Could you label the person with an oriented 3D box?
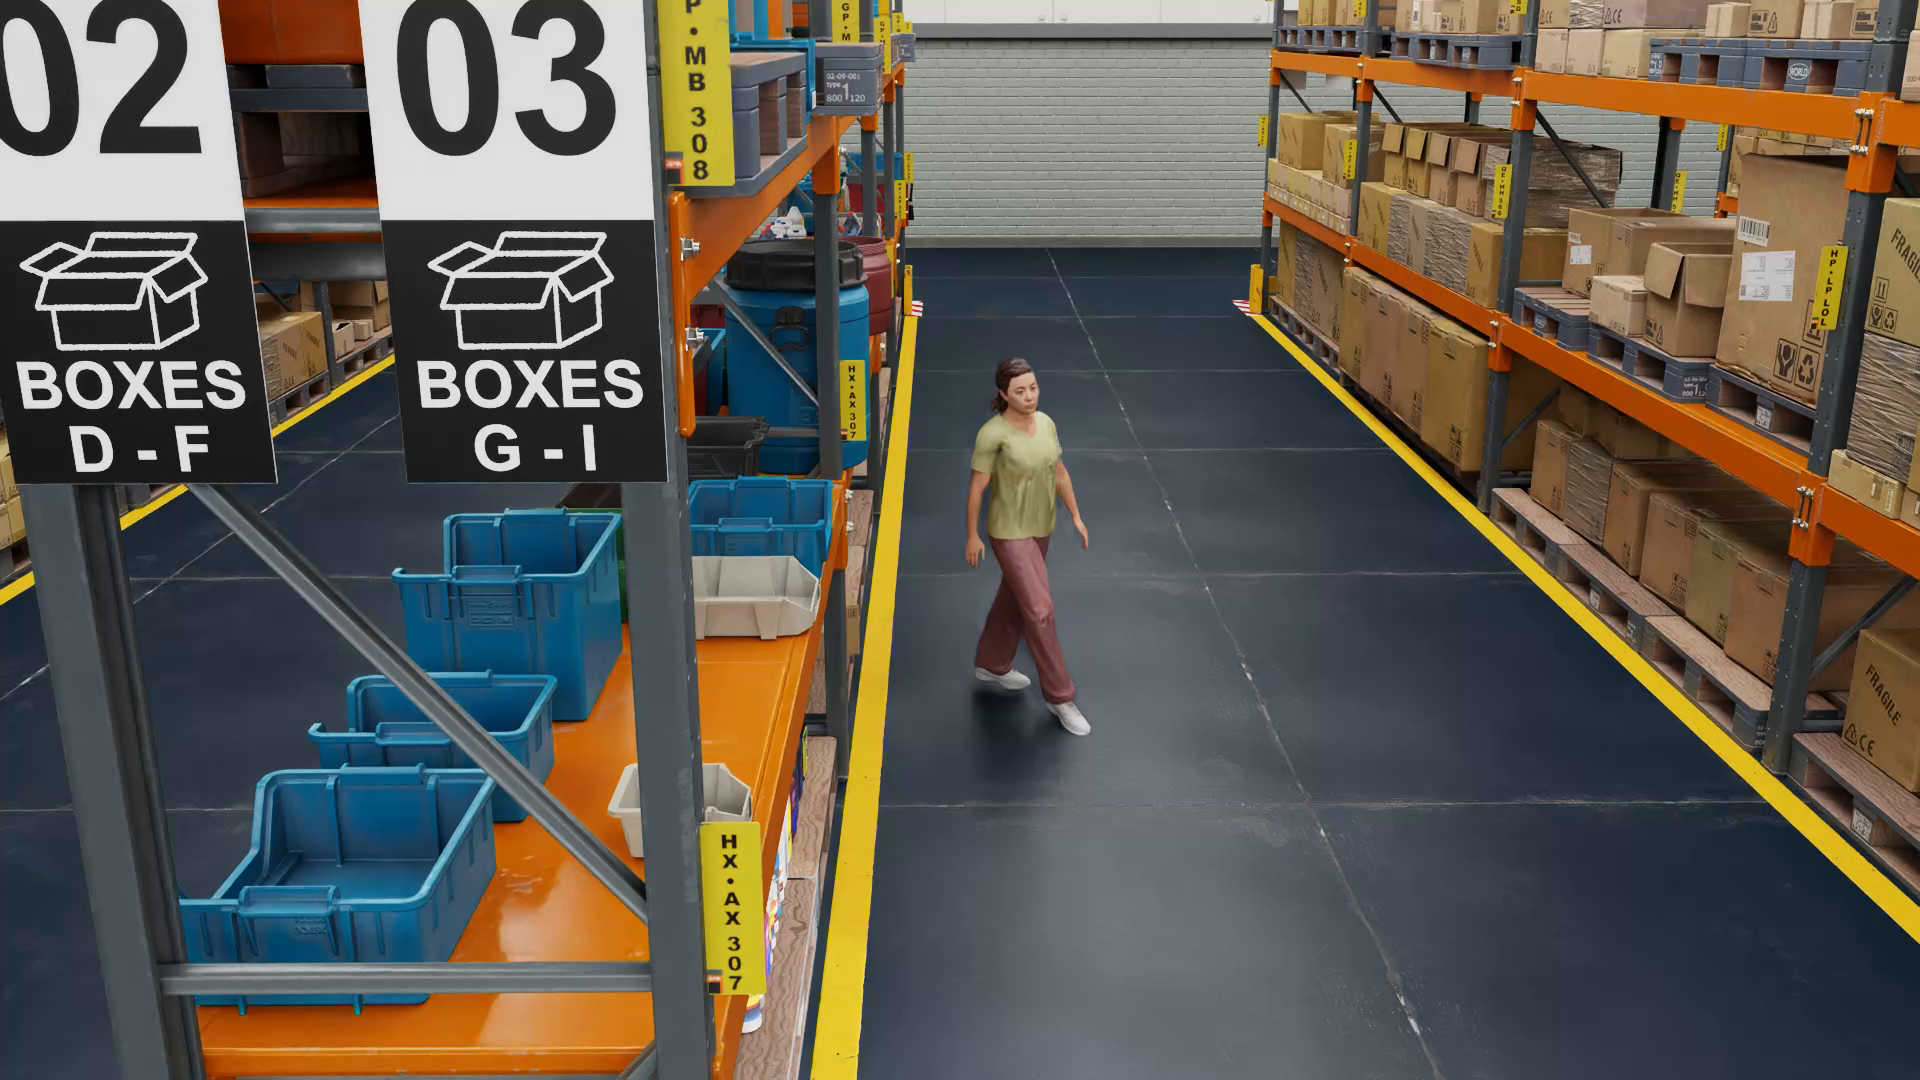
[{"bbox_3d":[0.346,-0.007,7.579,0.793,1.674,0.511,15,23,41],"label":"person"}]
